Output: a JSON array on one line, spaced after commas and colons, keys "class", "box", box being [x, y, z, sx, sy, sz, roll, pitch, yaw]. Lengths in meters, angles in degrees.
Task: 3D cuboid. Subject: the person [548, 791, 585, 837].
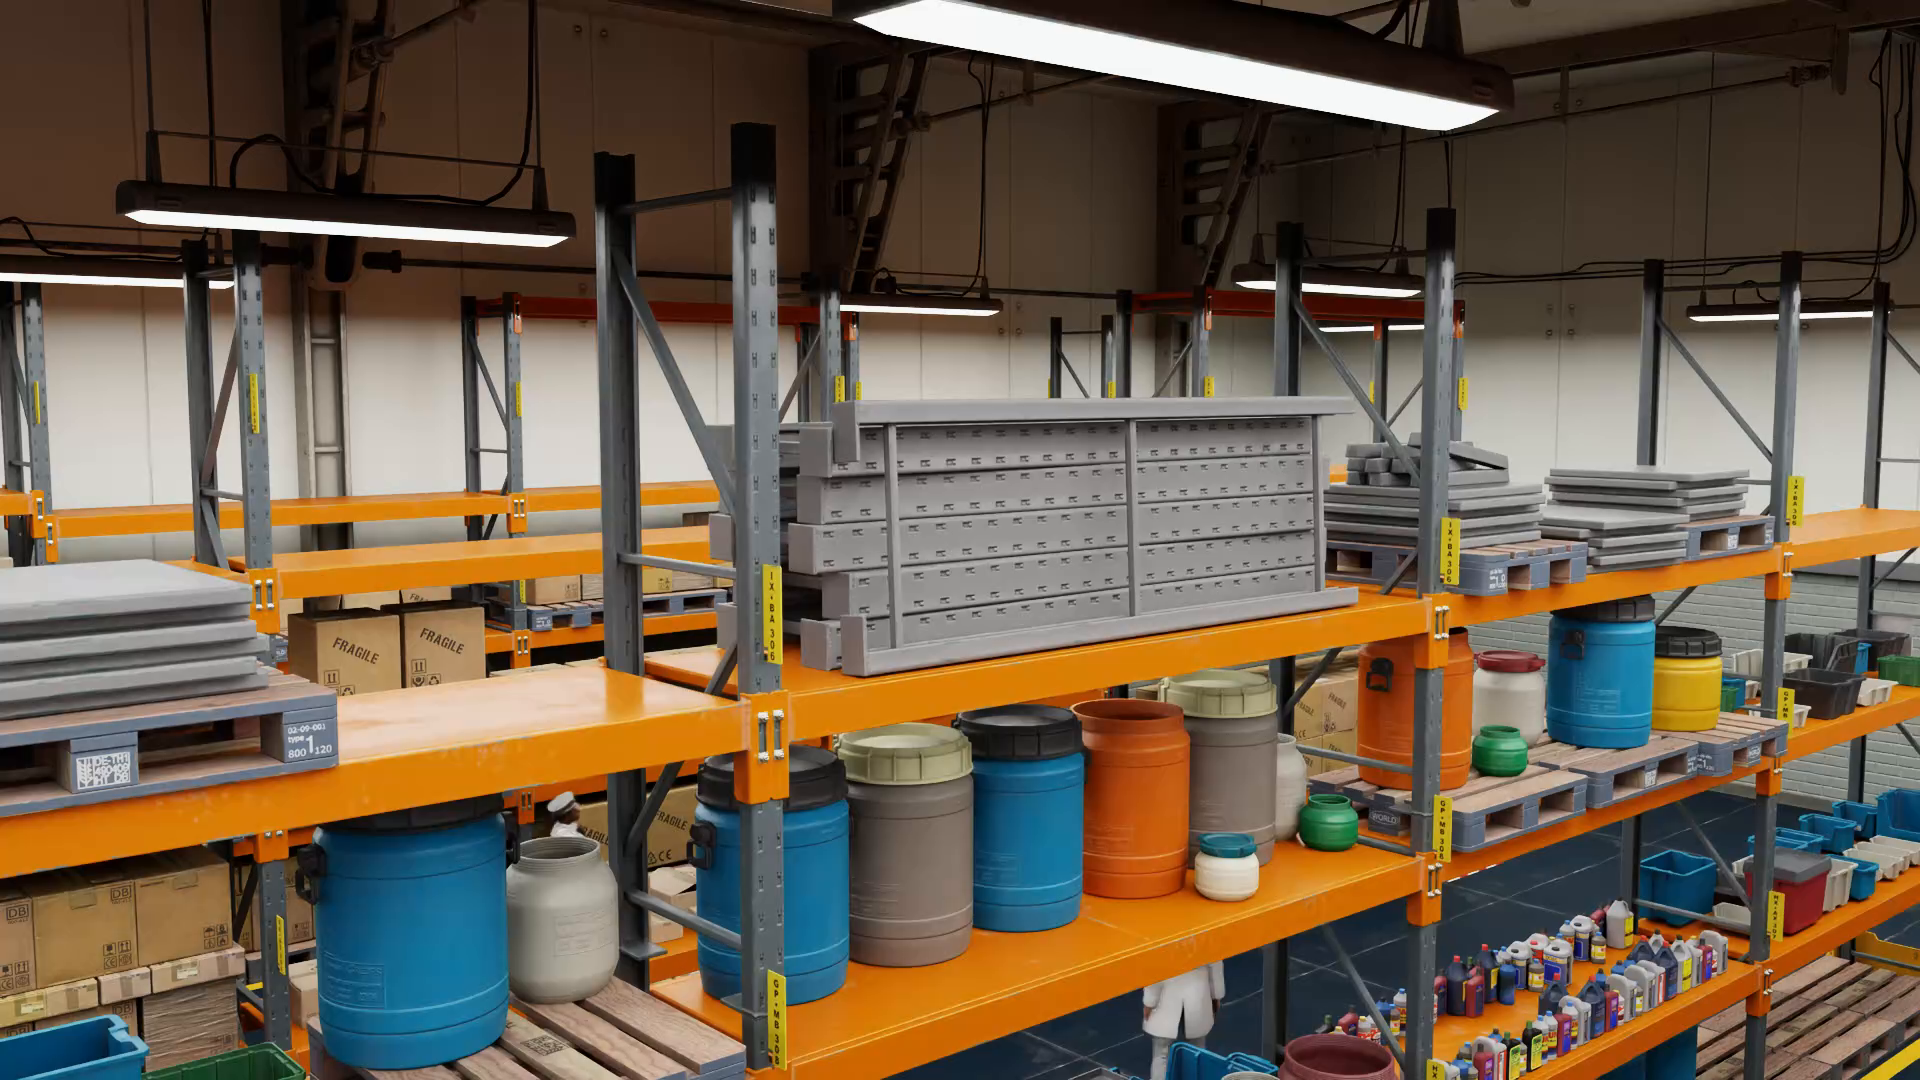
[{"class": "person", "box": [-3.305, 2.973, 14.166, 0.447, 1.694, 0.449, 0, 5, -4]}]

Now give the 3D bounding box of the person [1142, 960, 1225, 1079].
[{"class": "person", "box": [1.549, 3.195, 11.658, 0.607, 1.777, 0.664, 0, 5, -5]}]

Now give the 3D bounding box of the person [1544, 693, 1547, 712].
[{"class": "person", "box": [6.736, 2.554, 19.459, 0.552, 1.543, 0.912, 2, 6, 17]}]
